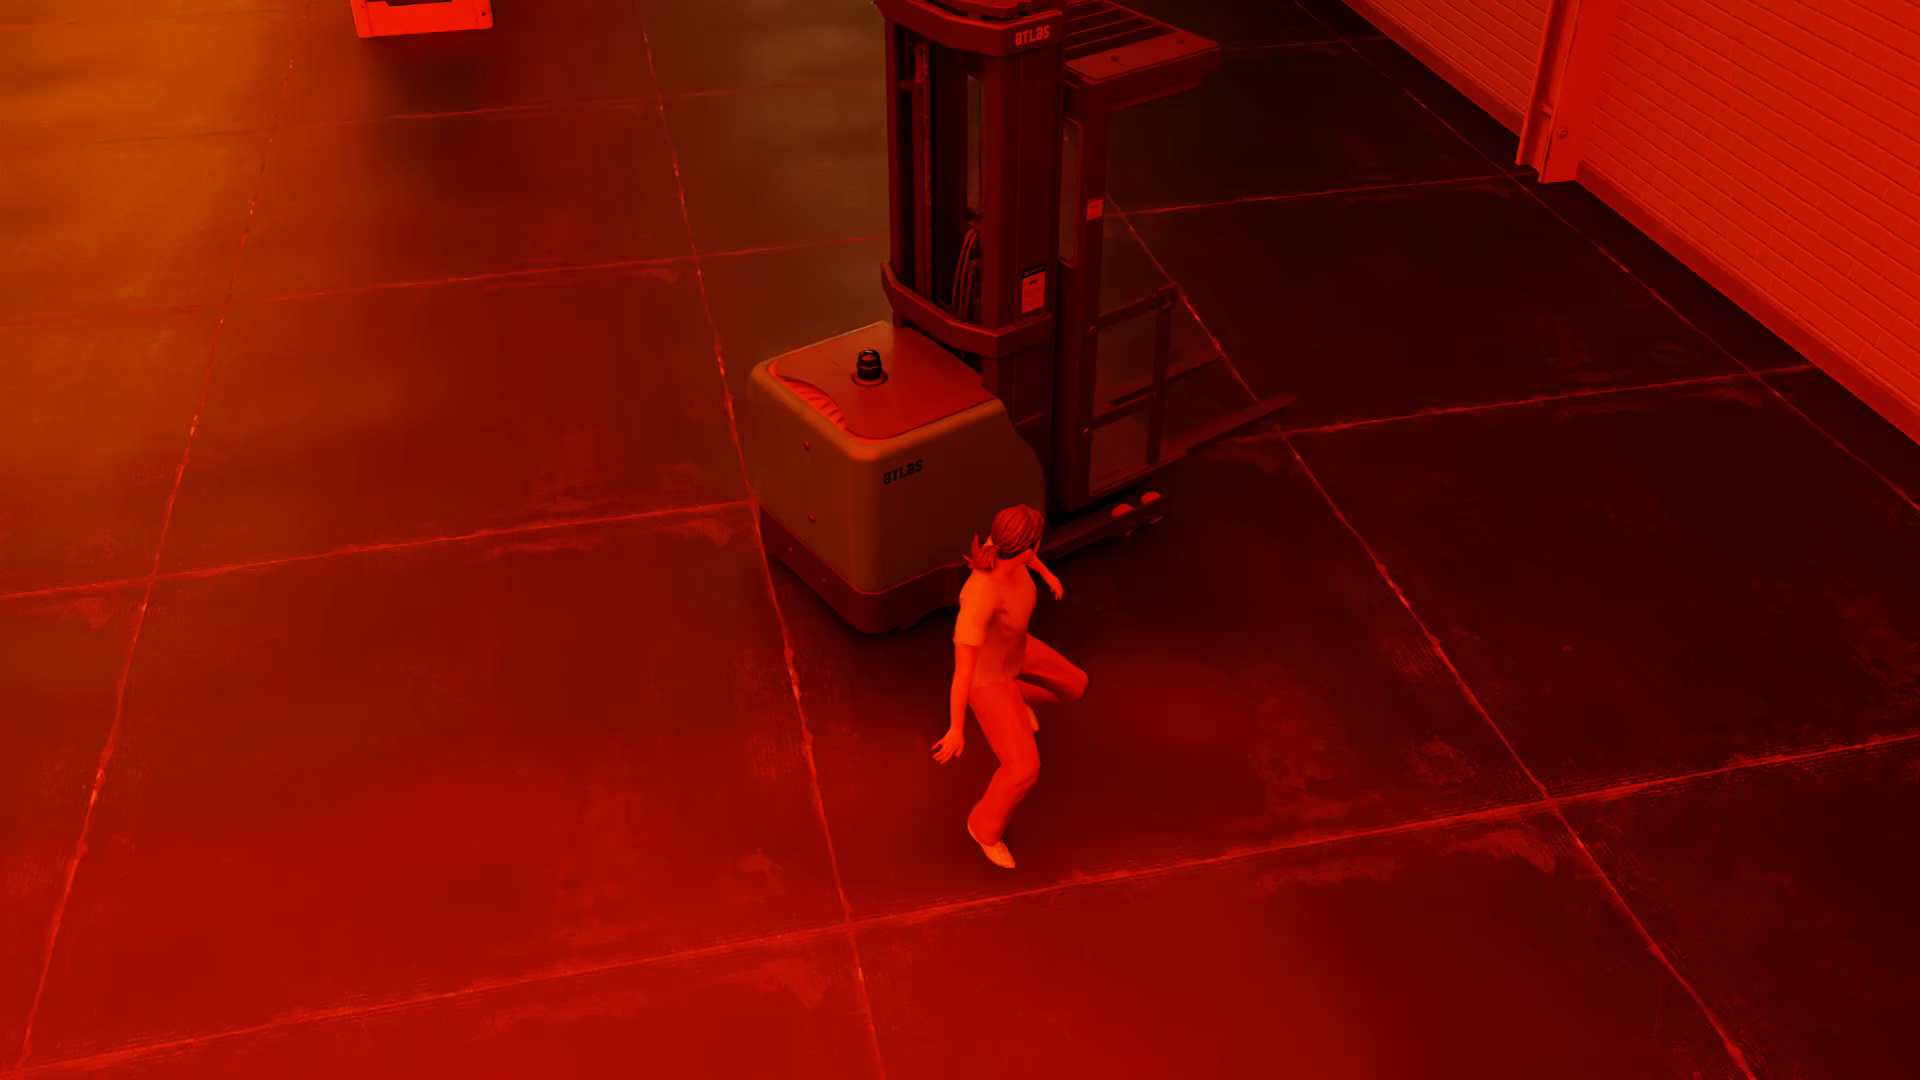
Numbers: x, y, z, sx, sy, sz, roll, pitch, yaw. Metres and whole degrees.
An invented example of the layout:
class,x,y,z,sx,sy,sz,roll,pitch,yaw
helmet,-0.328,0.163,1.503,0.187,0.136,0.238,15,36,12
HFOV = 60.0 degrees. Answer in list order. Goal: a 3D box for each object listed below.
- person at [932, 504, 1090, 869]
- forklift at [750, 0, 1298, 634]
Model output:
class,x,y,z,sx,sy,sz,roll,pitch,yaw
person,0.167,0.518,6.577,0.499,1.559,1.022,15,38,20
forklift,0.477,-1.434,8.043,3.031,2.935,1.130,-23,42,-29
